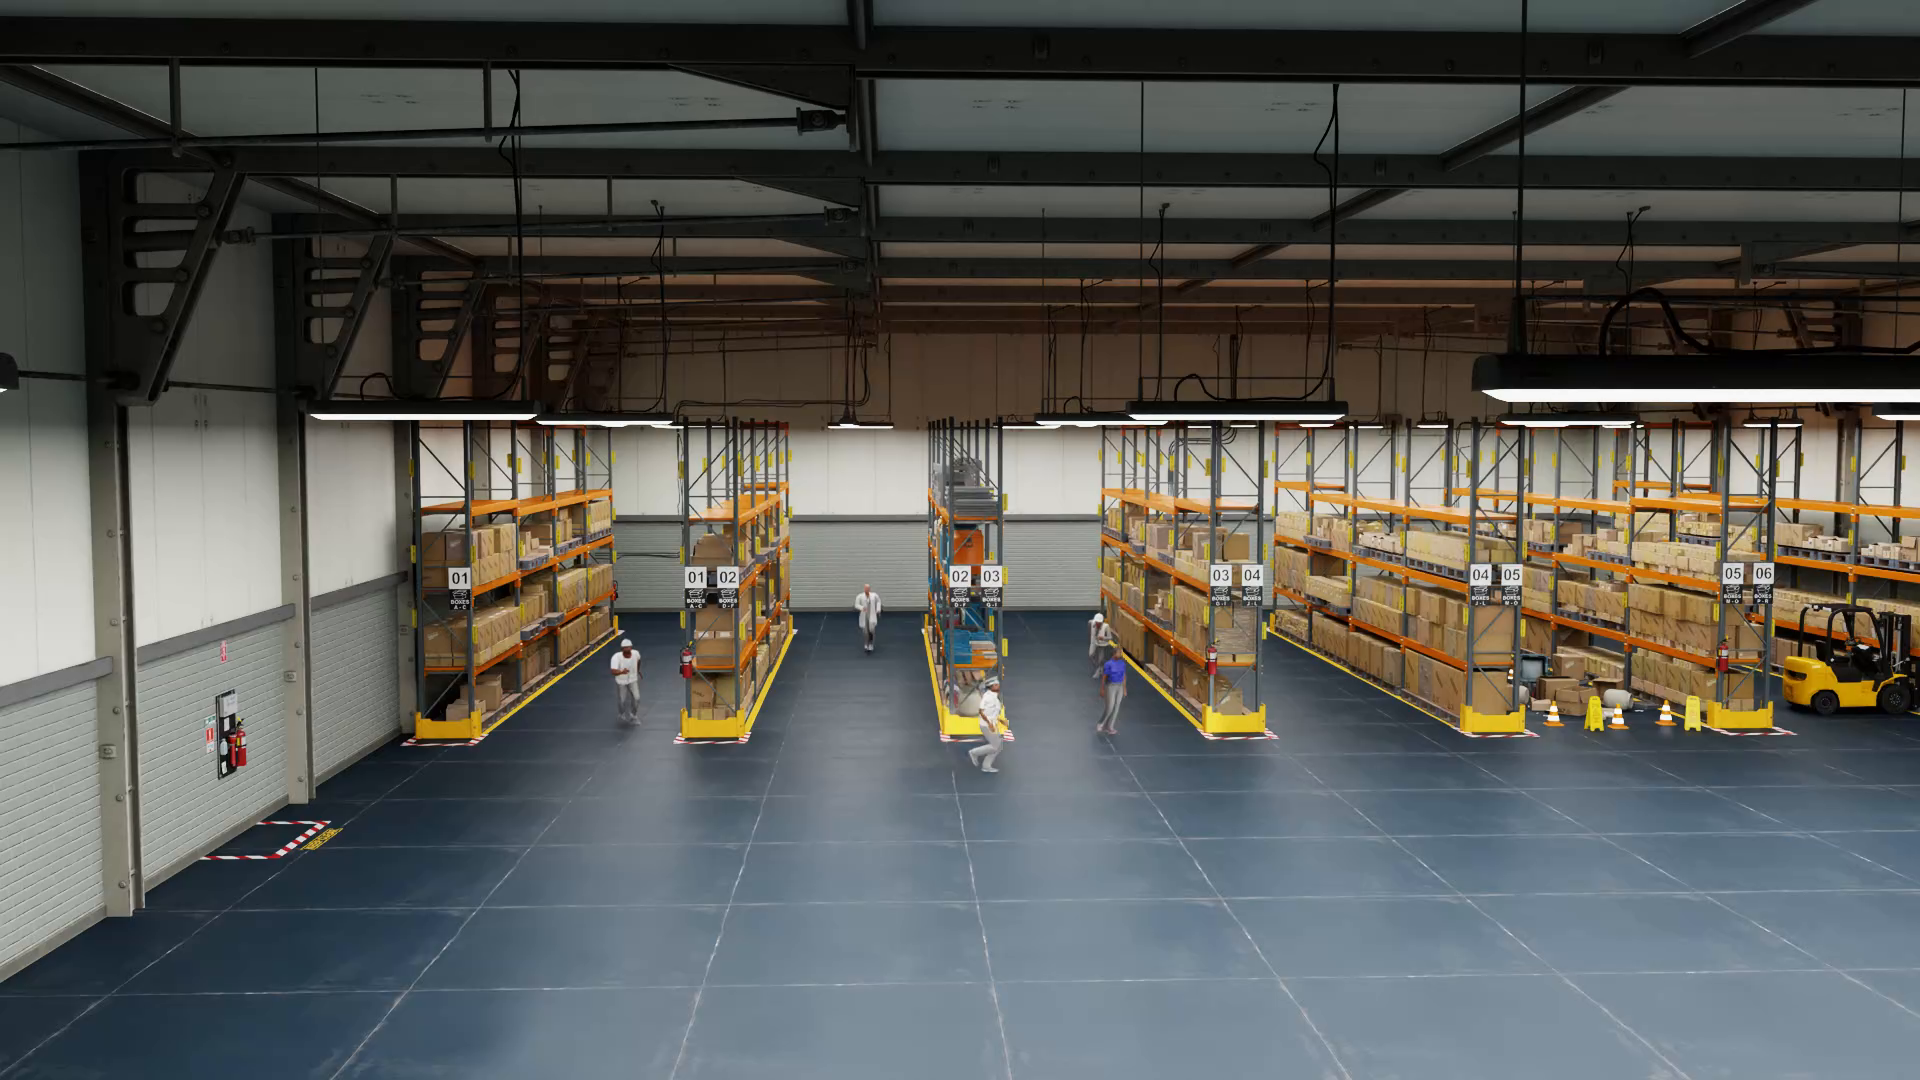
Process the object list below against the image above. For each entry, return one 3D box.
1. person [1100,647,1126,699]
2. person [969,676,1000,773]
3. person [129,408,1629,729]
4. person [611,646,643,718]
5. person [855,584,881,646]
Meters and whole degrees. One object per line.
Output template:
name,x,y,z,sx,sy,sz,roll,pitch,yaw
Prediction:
person,2.907,2.513,31.439,0.450,0.991,0.272,-2,4,-32
person,0.424,3.089,27.905,0.506,1.638,0.529,1,4,14
person,1.129,0.891,28.203,20.892,6.011,22.388,1,4,15
person,-6.472,2.721,32.301,0.647,1.554,0.945,-1,4,-21
person,-2.394,1.987,43.203,0.662,1.614,0.828,0,4,-2
